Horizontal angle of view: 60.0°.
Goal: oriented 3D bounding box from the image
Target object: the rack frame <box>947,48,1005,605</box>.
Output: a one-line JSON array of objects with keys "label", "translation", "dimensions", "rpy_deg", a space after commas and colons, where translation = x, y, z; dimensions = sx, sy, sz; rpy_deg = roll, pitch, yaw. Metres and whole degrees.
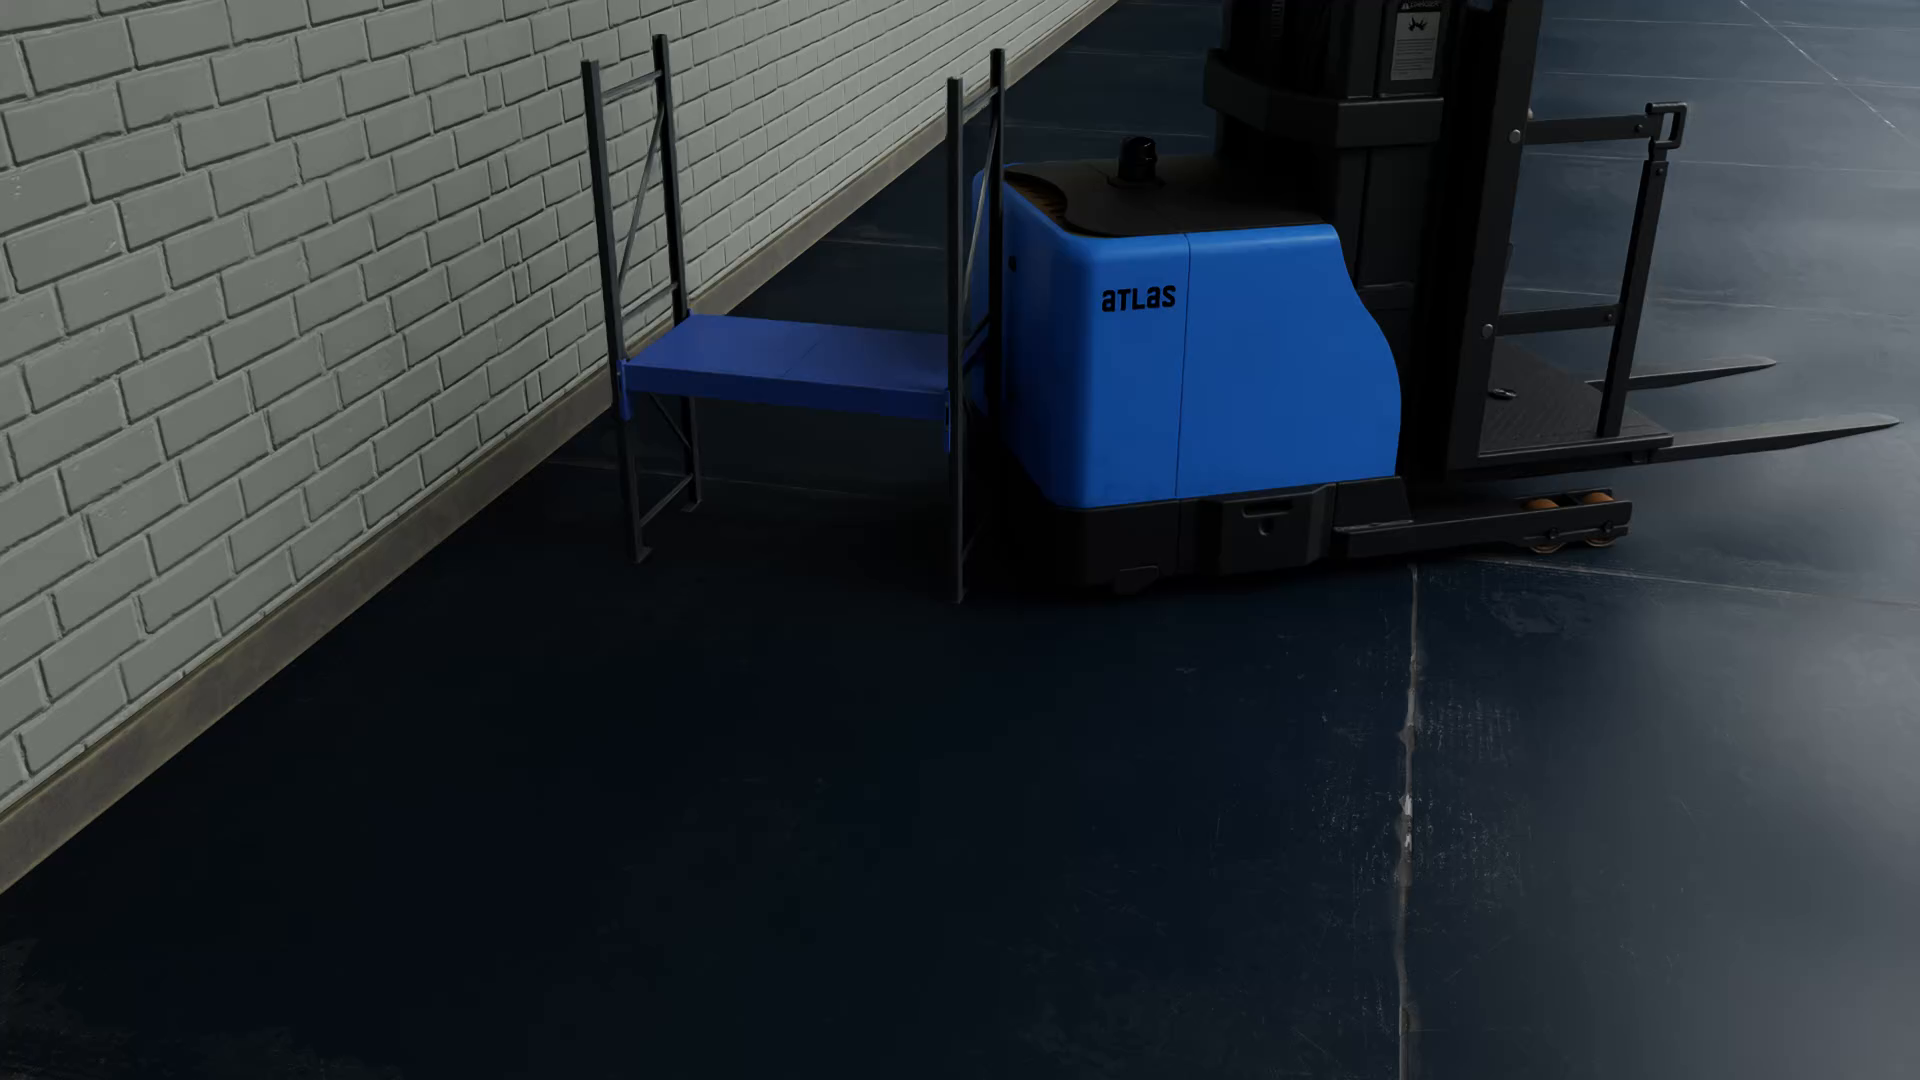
[{"label": "rack frame", "translation": [0.046, -0.592, 4.748], "dimensions": [0.032, 1.500, 0.500], "rpy_deg": [7, 26, 13]}]

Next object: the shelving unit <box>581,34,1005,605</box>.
[{"label": "shelving unit", "translation": [-0.445, -0.648, 4.867], "dimensions": [1.048, 1.500, 0.538], "rpy_deg": [7, 26, 13]}]

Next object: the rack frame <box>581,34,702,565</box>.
[{"label": "rack frame", "translation": [-0.936, -0.705, 4.985], "dimensions": [0.032, 1.500, 0.500], "rpy_deg": [7, 26, 13]}]

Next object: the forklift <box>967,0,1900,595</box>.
[{"label": "forklift", "translation": [1.599, -1.494, 4.978], "dimensions": [3.031, 2.935, 1.130], "rpy_deg": [-6, 26, -13]}]

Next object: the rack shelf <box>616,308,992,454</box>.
[{"label": "rack shelf", "translation": [-0.445, -0.486, 4.944], "dimensions": [1.000, 0.185, 0.538], "rpy_deg": [7, 26, 13]}]
